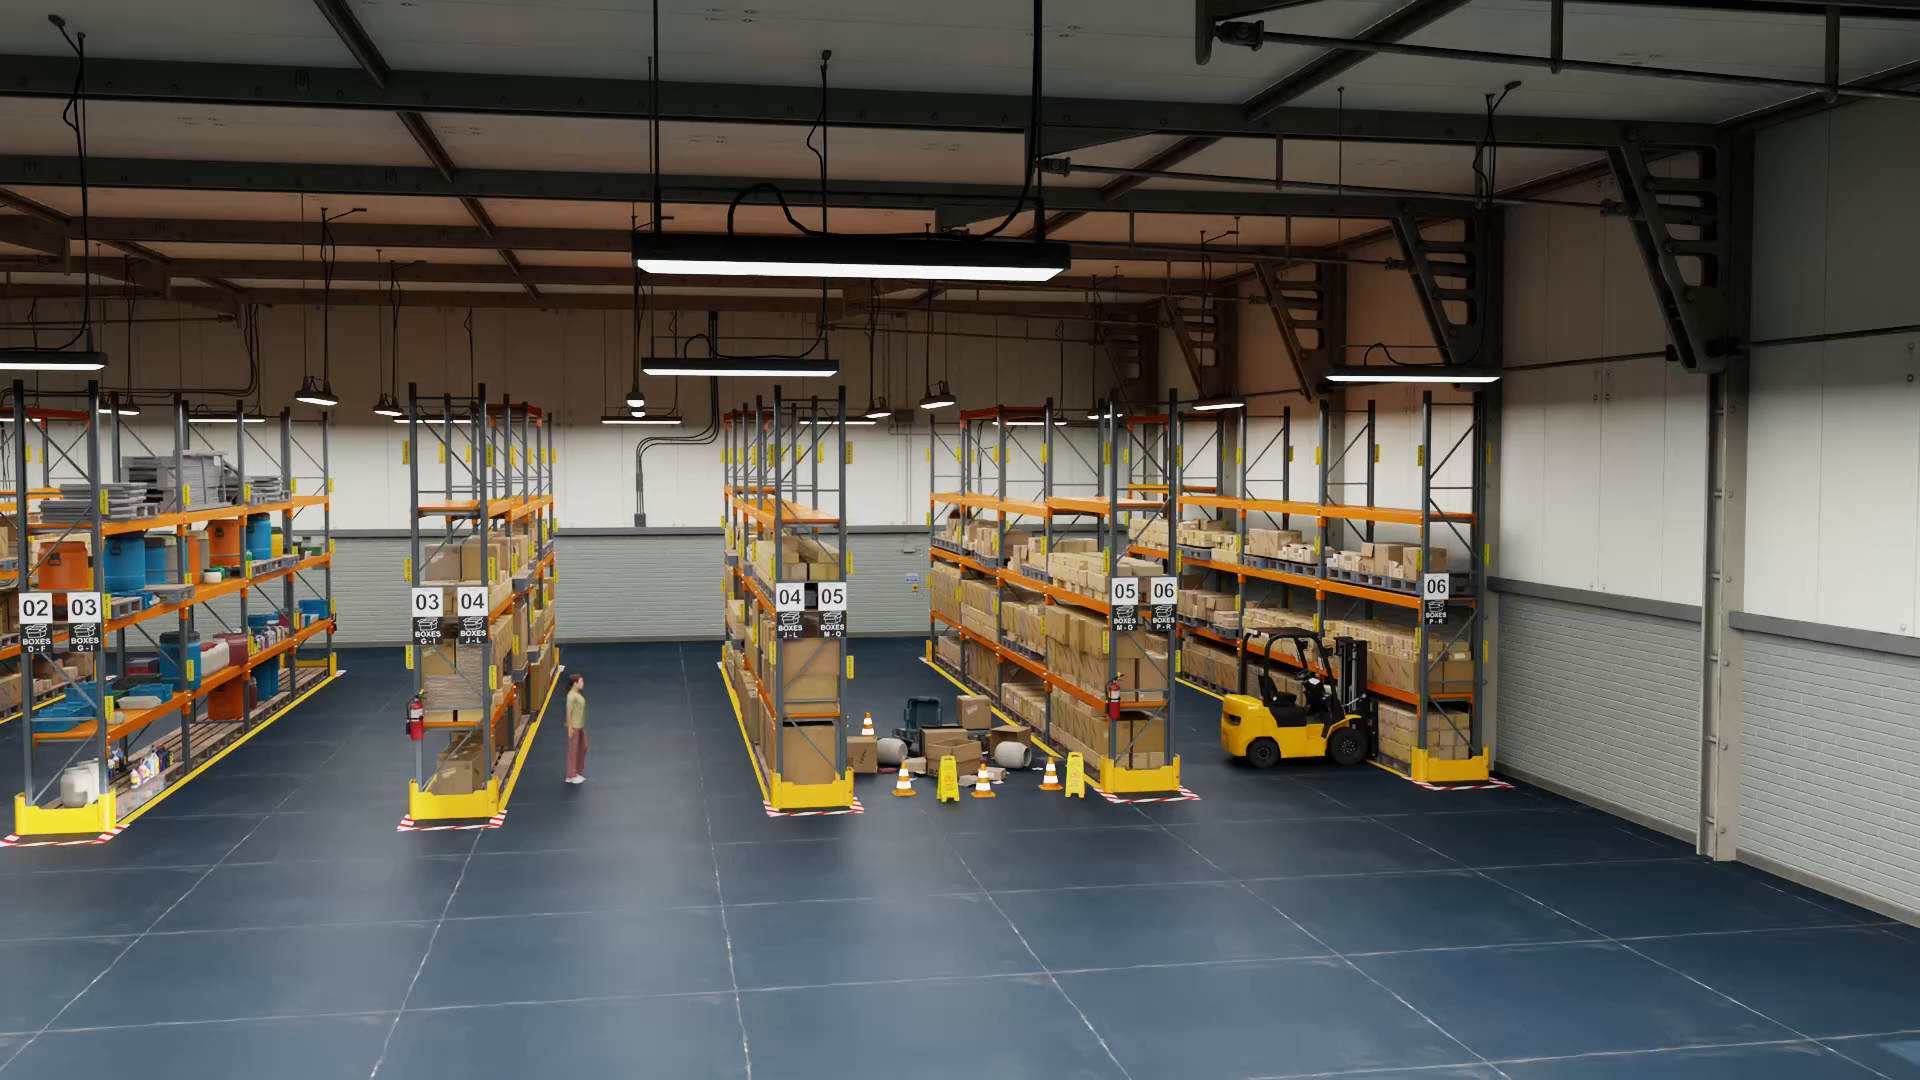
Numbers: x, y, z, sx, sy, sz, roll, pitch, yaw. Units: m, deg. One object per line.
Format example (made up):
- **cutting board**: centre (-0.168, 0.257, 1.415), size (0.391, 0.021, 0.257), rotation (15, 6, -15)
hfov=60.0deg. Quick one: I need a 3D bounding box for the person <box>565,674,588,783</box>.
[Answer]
- **person**: centre (-5.899, 2.900, 25.476), size (0.316, 1.714, 0.538), rotation (0, 3, 0)
